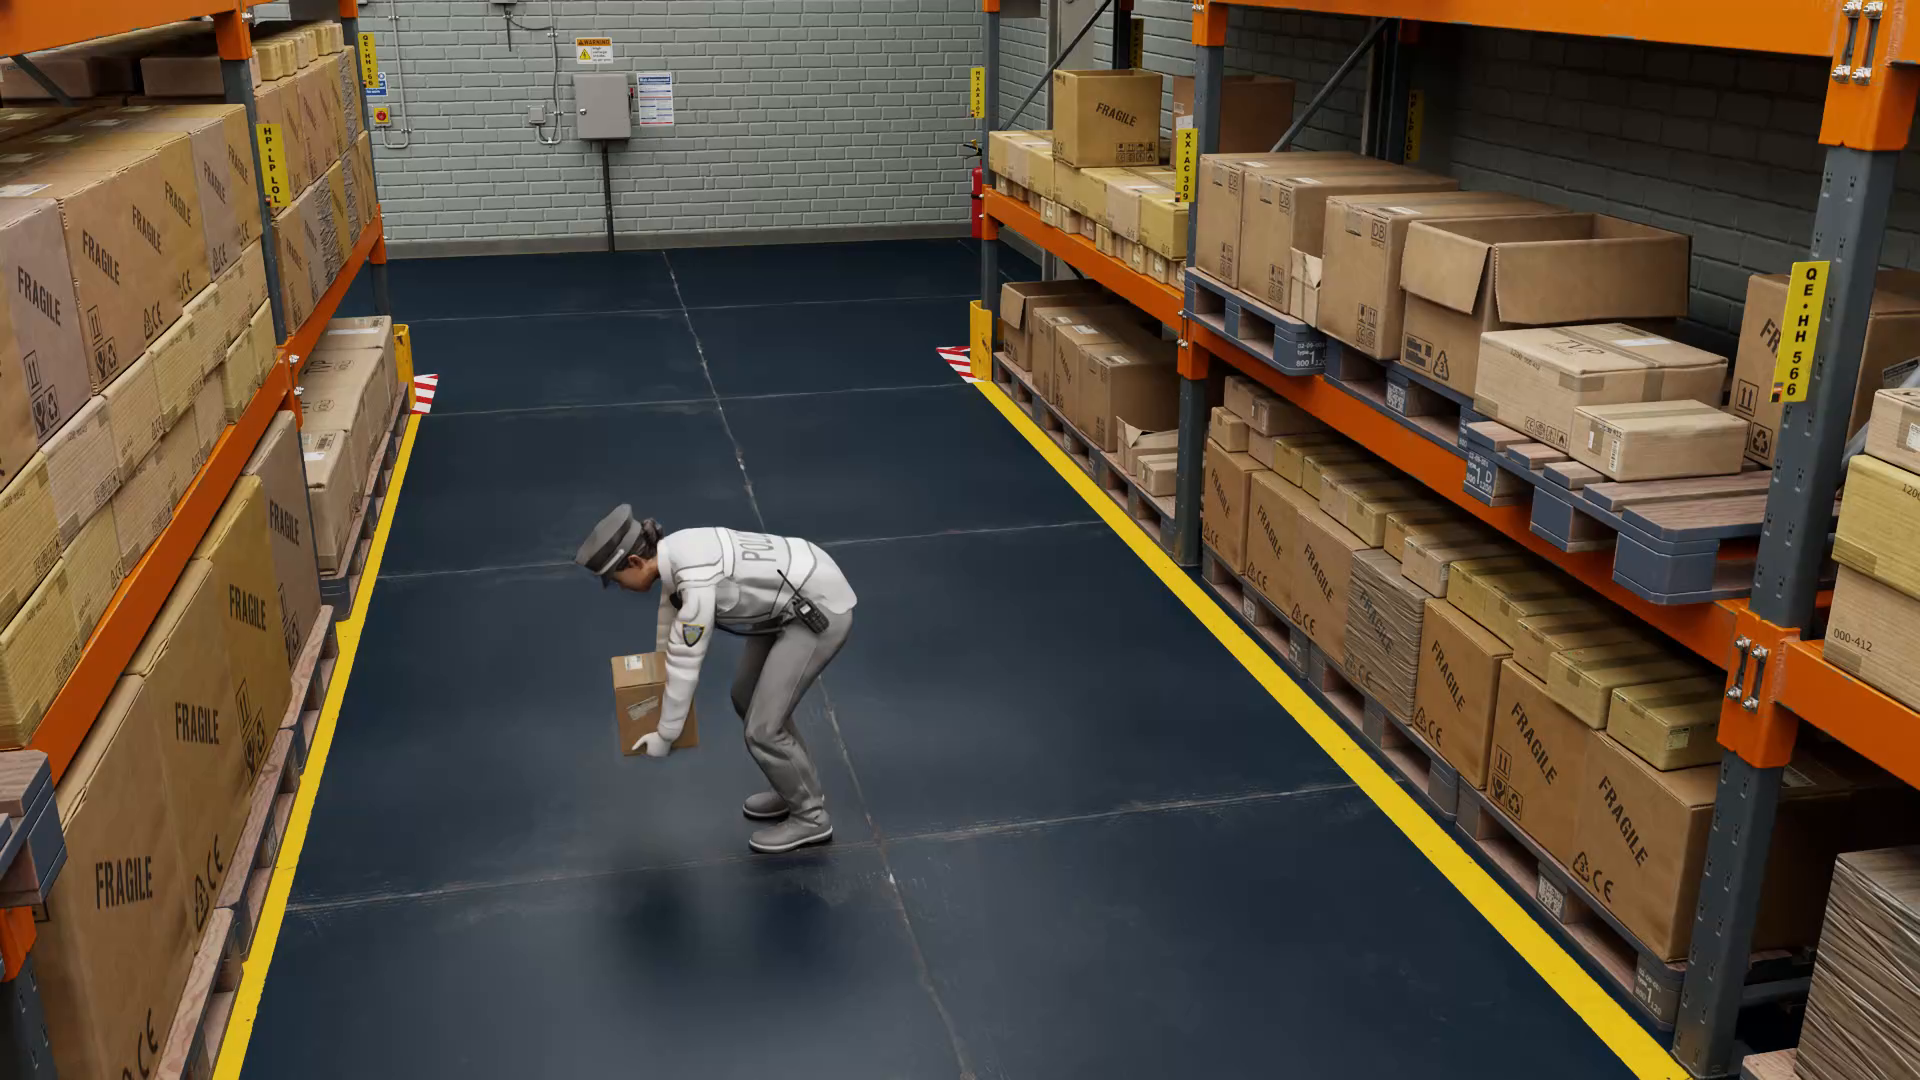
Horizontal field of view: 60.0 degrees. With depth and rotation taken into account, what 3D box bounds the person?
[{"bbox_3d":[-0.790,0.439,5.519,0.903,1.215,0.428,-5,20,-14],"label":"person"}]
